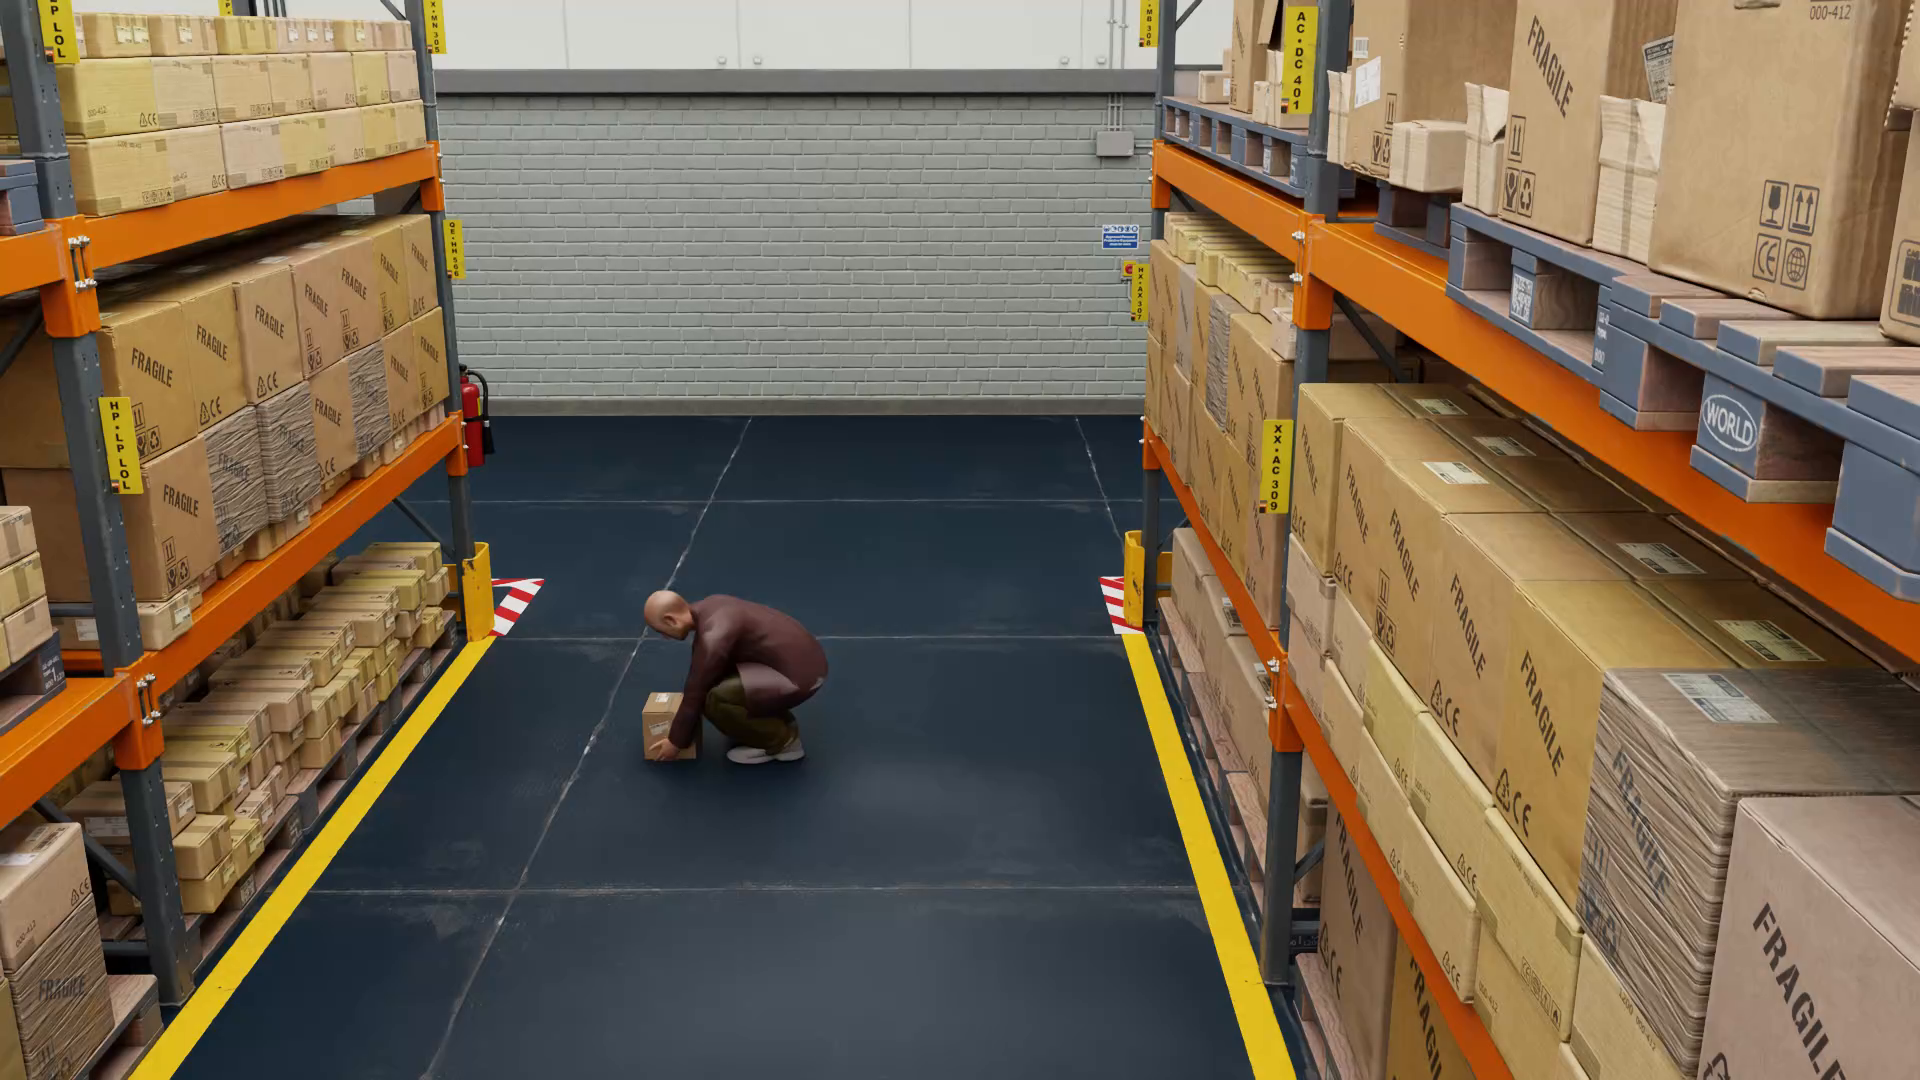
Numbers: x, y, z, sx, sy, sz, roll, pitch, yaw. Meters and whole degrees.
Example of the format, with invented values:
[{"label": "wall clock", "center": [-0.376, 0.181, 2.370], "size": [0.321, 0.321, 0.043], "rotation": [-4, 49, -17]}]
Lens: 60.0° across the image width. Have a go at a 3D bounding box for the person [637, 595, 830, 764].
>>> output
[{"label": "person", "center": [-1.090, 0.675, 8.113], "size": [0.918, 0.854, 0.576], "rotation": [-1, 17, -2]}]
